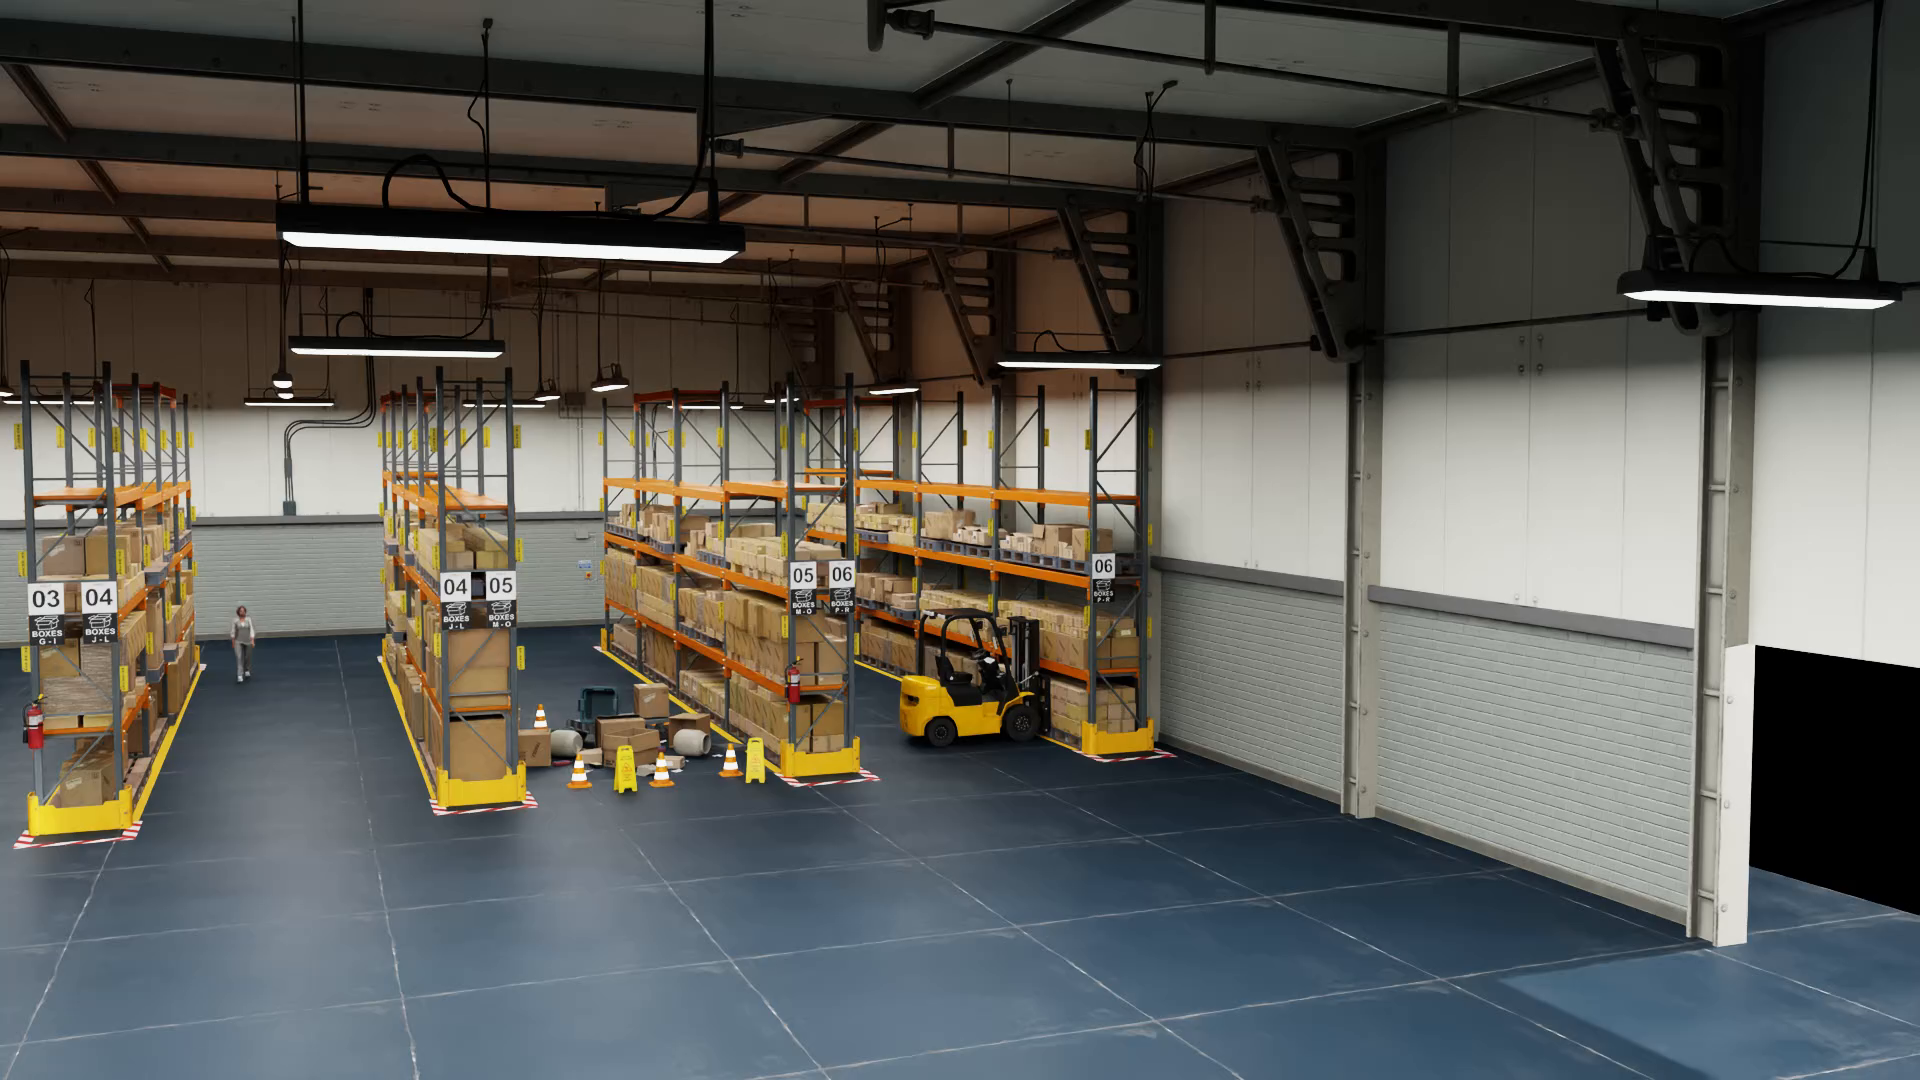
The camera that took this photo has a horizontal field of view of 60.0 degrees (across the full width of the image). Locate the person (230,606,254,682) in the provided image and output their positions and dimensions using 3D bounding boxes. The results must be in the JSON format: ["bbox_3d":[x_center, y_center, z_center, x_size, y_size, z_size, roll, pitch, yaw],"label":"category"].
[{"bbox_3d":[-14.885,2.132,34.494,0.453,1.540,0.972,-1,4,-23],"label":"person"}]
